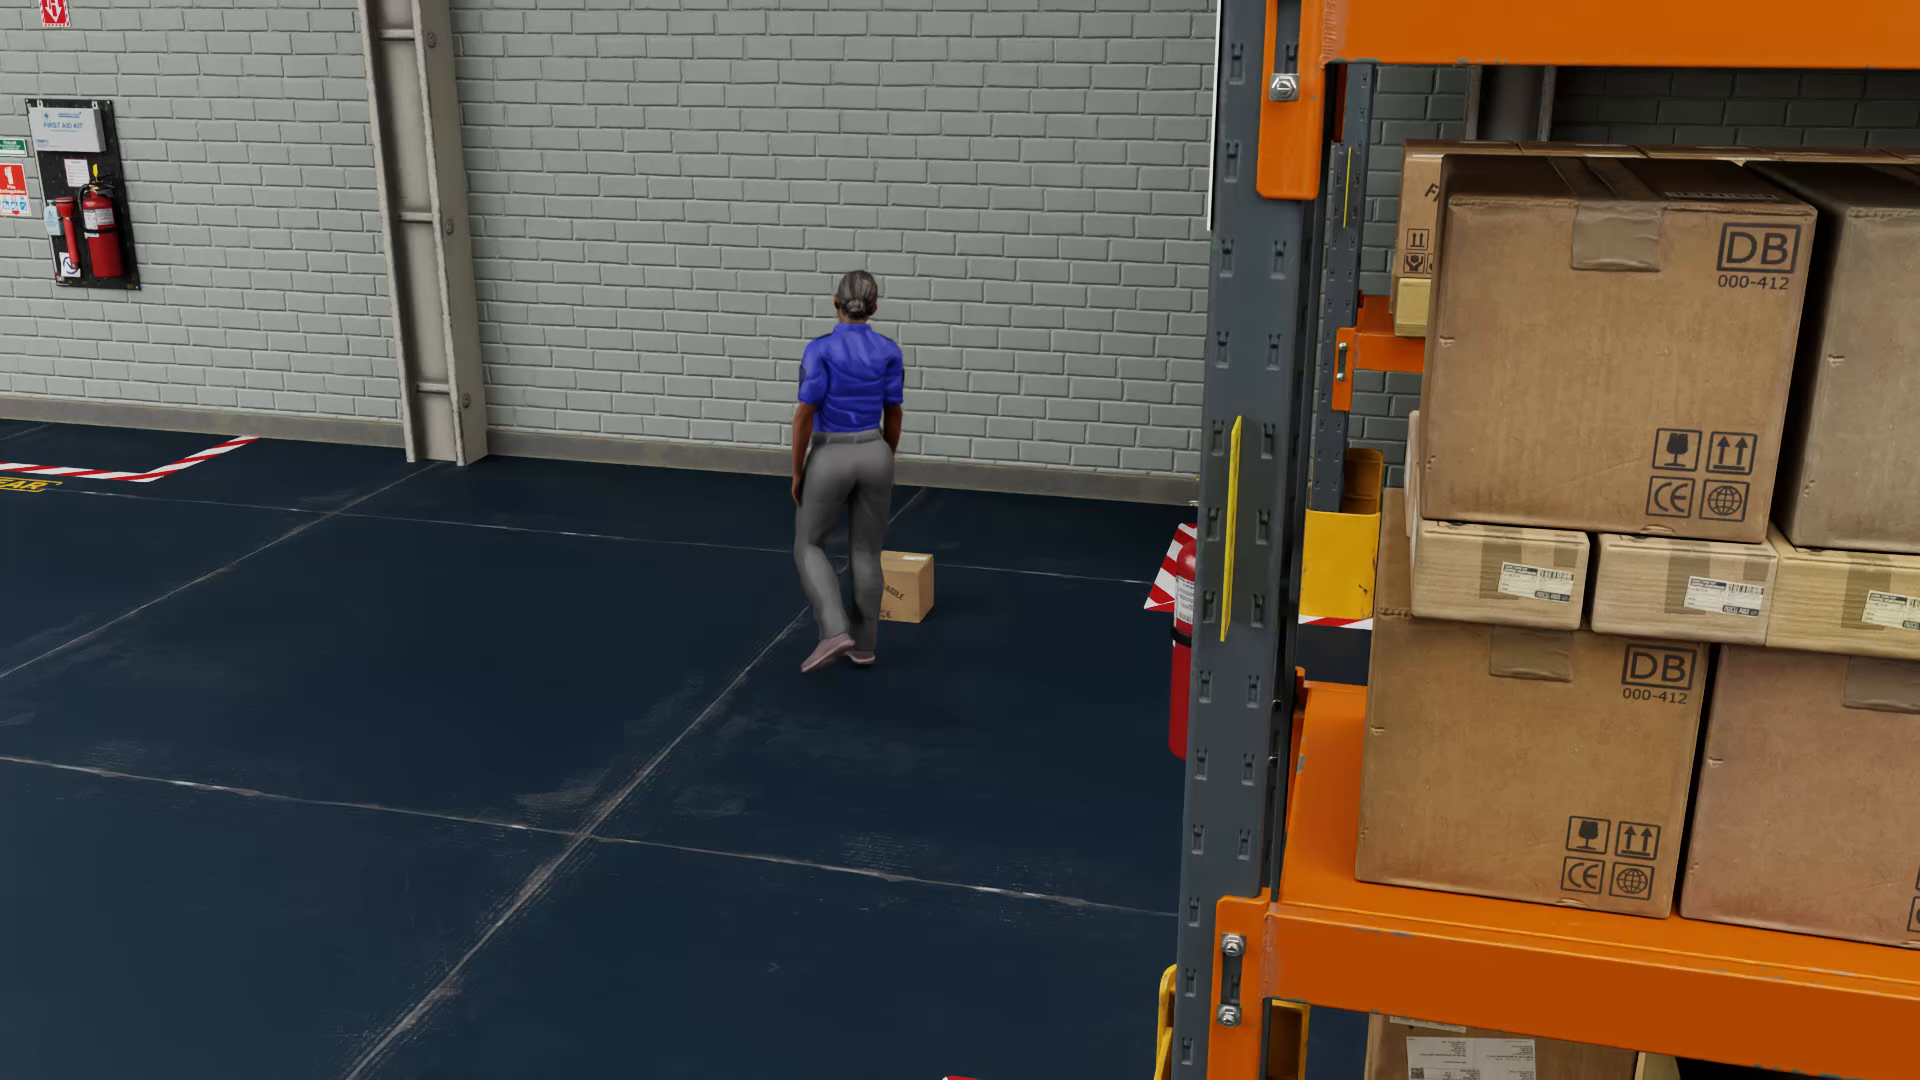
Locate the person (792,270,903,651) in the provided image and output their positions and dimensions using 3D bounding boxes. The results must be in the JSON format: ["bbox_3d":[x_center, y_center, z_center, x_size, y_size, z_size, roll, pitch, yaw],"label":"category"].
[{"bbox_3d":[-0.451,-0.302,6.813,0.477,1.586,0.383,-7,20,-20],"label":"person"}]
